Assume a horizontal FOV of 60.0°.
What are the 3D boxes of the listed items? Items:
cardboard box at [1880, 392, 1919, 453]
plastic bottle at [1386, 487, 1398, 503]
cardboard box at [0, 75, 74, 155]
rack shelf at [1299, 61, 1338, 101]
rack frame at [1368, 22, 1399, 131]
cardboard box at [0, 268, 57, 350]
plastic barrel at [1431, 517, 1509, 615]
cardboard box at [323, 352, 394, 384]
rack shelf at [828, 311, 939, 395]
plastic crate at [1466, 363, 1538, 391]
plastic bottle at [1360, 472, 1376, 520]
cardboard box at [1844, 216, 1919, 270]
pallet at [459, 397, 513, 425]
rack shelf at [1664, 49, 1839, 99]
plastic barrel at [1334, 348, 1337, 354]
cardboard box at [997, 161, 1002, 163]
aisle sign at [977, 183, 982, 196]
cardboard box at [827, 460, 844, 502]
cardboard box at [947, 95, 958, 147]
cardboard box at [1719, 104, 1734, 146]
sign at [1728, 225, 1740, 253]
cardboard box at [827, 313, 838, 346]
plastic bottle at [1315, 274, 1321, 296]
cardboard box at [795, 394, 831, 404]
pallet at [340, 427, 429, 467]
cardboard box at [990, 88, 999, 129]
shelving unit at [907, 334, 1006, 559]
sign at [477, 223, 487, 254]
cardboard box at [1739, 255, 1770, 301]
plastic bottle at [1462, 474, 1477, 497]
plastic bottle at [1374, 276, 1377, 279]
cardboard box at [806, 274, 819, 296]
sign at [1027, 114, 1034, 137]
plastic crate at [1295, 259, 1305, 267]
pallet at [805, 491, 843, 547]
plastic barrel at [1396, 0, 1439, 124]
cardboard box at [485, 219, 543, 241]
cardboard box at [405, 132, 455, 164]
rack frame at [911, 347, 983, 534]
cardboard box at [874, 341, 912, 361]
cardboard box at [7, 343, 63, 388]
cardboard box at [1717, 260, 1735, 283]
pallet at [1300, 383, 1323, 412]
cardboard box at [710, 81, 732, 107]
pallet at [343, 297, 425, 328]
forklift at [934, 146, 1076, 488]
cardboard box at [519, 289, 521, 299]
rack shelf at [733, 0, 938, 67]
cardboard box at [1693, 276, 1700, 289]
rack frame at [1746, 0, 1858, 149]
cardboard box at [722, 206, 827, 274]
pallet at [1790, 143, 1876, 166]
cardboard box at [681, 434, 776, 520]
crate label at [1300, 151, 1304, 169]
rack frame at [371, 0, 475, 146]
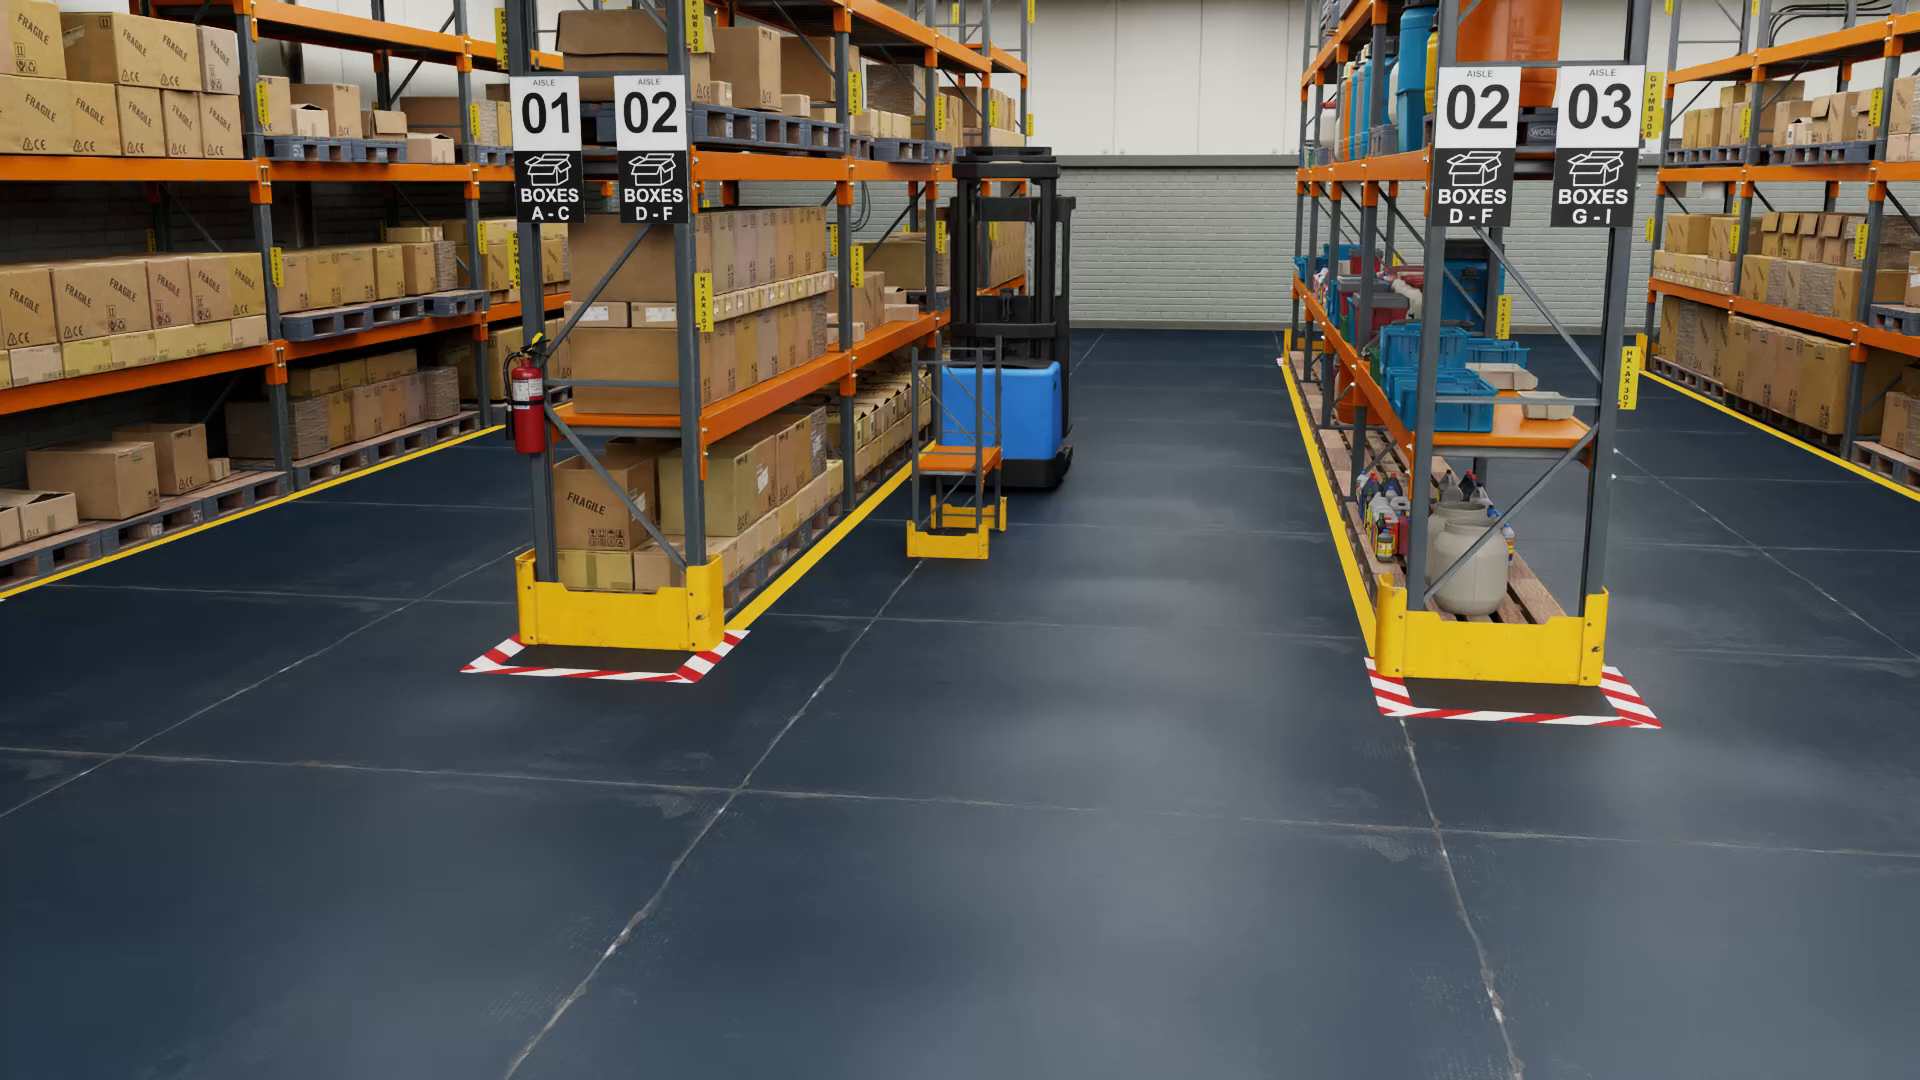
[{"bbox_3d":[8.957,-1.081,15.278,0.700,0.500,0.500,1,12,6],"label":"cardboard box"},{"bbox_3d":[3.094,-0.248,11.958,0.097,0.271,0.097,0,12,0],"label":"plastic bottle"},{"bbox_3d":[-6.381,-2.849,11.190,0.500,0.500,0.500,2,12,11],"label":"cardboard box"},{"bbox_3d":[5.069,-6.023,21.737,1.077,0.370,4.000,2,12,9],"label":"rack shelf"},{"bbox_3d":[3.531,-4.488,11.960,1.000,3.000,0.127,2,12,9],"label":"rack frame"},{"bbox_3d":[-6.417,-1.539,11.045,0.500,0.500,0.500,2,12,9],"label":"cardboard box"},{"bbox_3d":[2.942,0.148,9.594,0.421,0.512,0.421,0,12,0],"label":"plastic barrel"},{"bbox_3d":[-5.926,-1.694,16.341,0.500,0.250,0.500,2,12,8],"label":"cardboard box"},{"bbox_3d":[-1.055,-1.782,15.348,1.077,0.370,4.000,2,12,9],"label":"rack shelf"},{"bbox_3d":[3.532,-1.081,11.013,0.530,0.136,0.437,2,12,9],"label":"plastic crate"},{"bbox_3d":[2.997,-0.321,12.108,0.144,0.351,0.185,2,12,10],"label":"plastic bottle"},{"bbox_3d":[9.169,-2.919,16.299,0.797,0.503,0.637,2,12,11],"label":"cardboard box"},{"bbox_3d":[-5.447,-1.508,18.989,1.003,0.211,1.213,2,12,9],"label":"pallet"},{"bbox_3d":[9.963,-5.862,20.993,1.077,0.370,4.000,2,12,9],"label":"rack shelf"},{"bbox_3d":[4.552,-2.140,19.290,0.600,0.901,0.708,2,12,9],"label":"plastic barrel"},{"bbox_3d":[0.268,-4.973,21.683,0.500,0.250,0.500,2,12,9],"label":"cardboard box"},{"bbox_3d":[0.203,-5.510,24.768,0.394,0.787,0.004,2,12,9],"label":"aisle sign"},{"bbox_3d":[-1.218,-0.475,13.105,0.500,0.250,0.500,2,12,9],"label":"cardboard box"},{"bbox_3d":[-0.363,-4.909,19.562,0.600,0.600,0.600,2,12,8],"label":"cardboard box"},{"bbox_3d":[9.804,-5.107,20.477,0.700,0.500,0.500,3,12,12],"label":"cardboard box"},{"bbox_3d":[9.107,-3.540,19.557,0.100,0.325,0.005,2,12,9],"label":"sign"},{"bbox_3d":[-1.330,-1.748,13.838,0.500,0.250,0.500,3,12,12],"label":"cardboard box"},{"bbox_3d":[4.213,-2.975,19.482,0.097,0.271,0.097,0,12,0],"label":"plastic bottle"},{"bbox_3d":[-1.431,-1.158,14.946,0.500,0.311,0.500,2,12,8],"label":"cardboard box"},{"bbox_3d":[-5.954,-0.930,16.310,1.003,0.211,1.213,2,12,9],"label":"pallet"},{"bbox_3d":[0.122,-5.588,21.573,0.700,0.500,0.500,2,12,9],"label":"cardboard box"},{"bbox_3d":[-0.012,-0.717,12.262,0.587,1.500,1.083,2,12,9],"label":"shelving unit"},{"bbox_3d":[-5.105,-3.221,17.759,0.100,0.325,0.005,2,12,9],"label":"sign"},{"bbox_3d":[9.338,-3.022,19.158,0.500,0.500,0.500,2,12,9],"label":"cardboard box"},{"bbox_3d":[3.688,-0.293,11.974,0.144,0.351,0.185,1,12,6],"label":"plastic bottle"},{"bbox_3d":[4.761,-2.885,19.065,0.097,0.271,0.097,0,12,0],"label":"plastic bottle"},{"bbox_3d":[-1.270,-1.913,12.475,0.380,0.149,0.250,2,12,7],"label":"cardboard box"},{"bbox_3d":[1.028,-6.092,24.420,0.100,0.325,0.005,2,12,9],"label":"sign"},{"bbox_3d":[4.912,-3.823,23.370,0.416,0.233,0.300,2,12,9],"label":"plastic crate"},{"bbox_3d":[-1.526,-0.190,12.872,1.003,0.211,1.213,2,12,9],"label":"pallet"},{"bbox_3d":[3.272,-3.269,11.234,0.600,0.901,0.708,2,12,9],"label":"plastic barrel"},{"bbox_3d":[-5.163,-3.582,19.225,0.500,0.250,0.500,2,12,9],"label":"cardboard box"},{"bbox_3d":[-5.487,-3.983,16.901,0.500,0.311,0.500,2,12,9],"label":"cardboard box"},{"bbox_3d":[-0.091,-0.610,11.762,0.500,1.500,0.032,2,12,9],"label":"rack frame"},{"bbox_3d":[-0.831,-2.124,18.336,0.500,0.250,0.500,2,12,11],"label":"cardboard box"},{"bbox_3d":[-6.419,-1.180,11.159,0.500,0.250,0.500,1,12,7],"label":"cardboard box"},{"bbox_3d":[9.464,-3.233,20.025,0.500,0.250,0.500,2,12,8],"label":"cardboard box"},{"bbox_3d":[4.602,-1.699,19.874,1.003,0.211,1.213,2,12,9],"label":"pallet"},{"bbox_3d":[-1.623,-2.741,10.238,0.380,0.149,0.250,2,12,9],"label":"cardboard box"},{"bbox_3d":[-5.907,-2.202,16.047,1.003,0.211,1.213,2,12,9],"label":"pallet"},{"bbox_3d":[0.488,-2.141,15.471,1.130,2.935,3.031,2,12,8],"label":"forklift"},{"bbox_3d":[-5.243,-2.873,19.252,0.380,0.149,0.250,2,12,10],"label":"cardboard box"},{"bbox_3d":[-1.055,-4.519,14.758,1.077,0.370,4.000,2,12,9],"label":"rack shelf"},{"bbox_3d":[9.576,-3.279,21.187,0.380,0.149,0.250,2,12,8],"label":"cardboard box"},{"bbox_3d":[9.656,-5.993,18.943,1.000,3.000,0.127,2,12,9],"label":"rack frame"},{"bbox_3d":[-1.425,-2.307,12.764,0.700,0.500,0.500,2,12,9],"label":"cardboard box"},{"bbox_3d":[9.256,-3.971,17.126,1.003,0.211,1.213,2,12,11],"label":"pallet"},{"bbox_3d":[-1.536,-0.425,11.096,0.500,0.500,0.500,2,12,9],"label":"cardboard box"},{"bbox_3d":[4.916,-5.266,23.040,0.408,0.251,0.502,2,12,9],"label":"crate label"},{"bbox_3d":[-5.643,-5.642,17.313,1.000,3.000,0.127,2,12,9],"label":"rack frame"}]
